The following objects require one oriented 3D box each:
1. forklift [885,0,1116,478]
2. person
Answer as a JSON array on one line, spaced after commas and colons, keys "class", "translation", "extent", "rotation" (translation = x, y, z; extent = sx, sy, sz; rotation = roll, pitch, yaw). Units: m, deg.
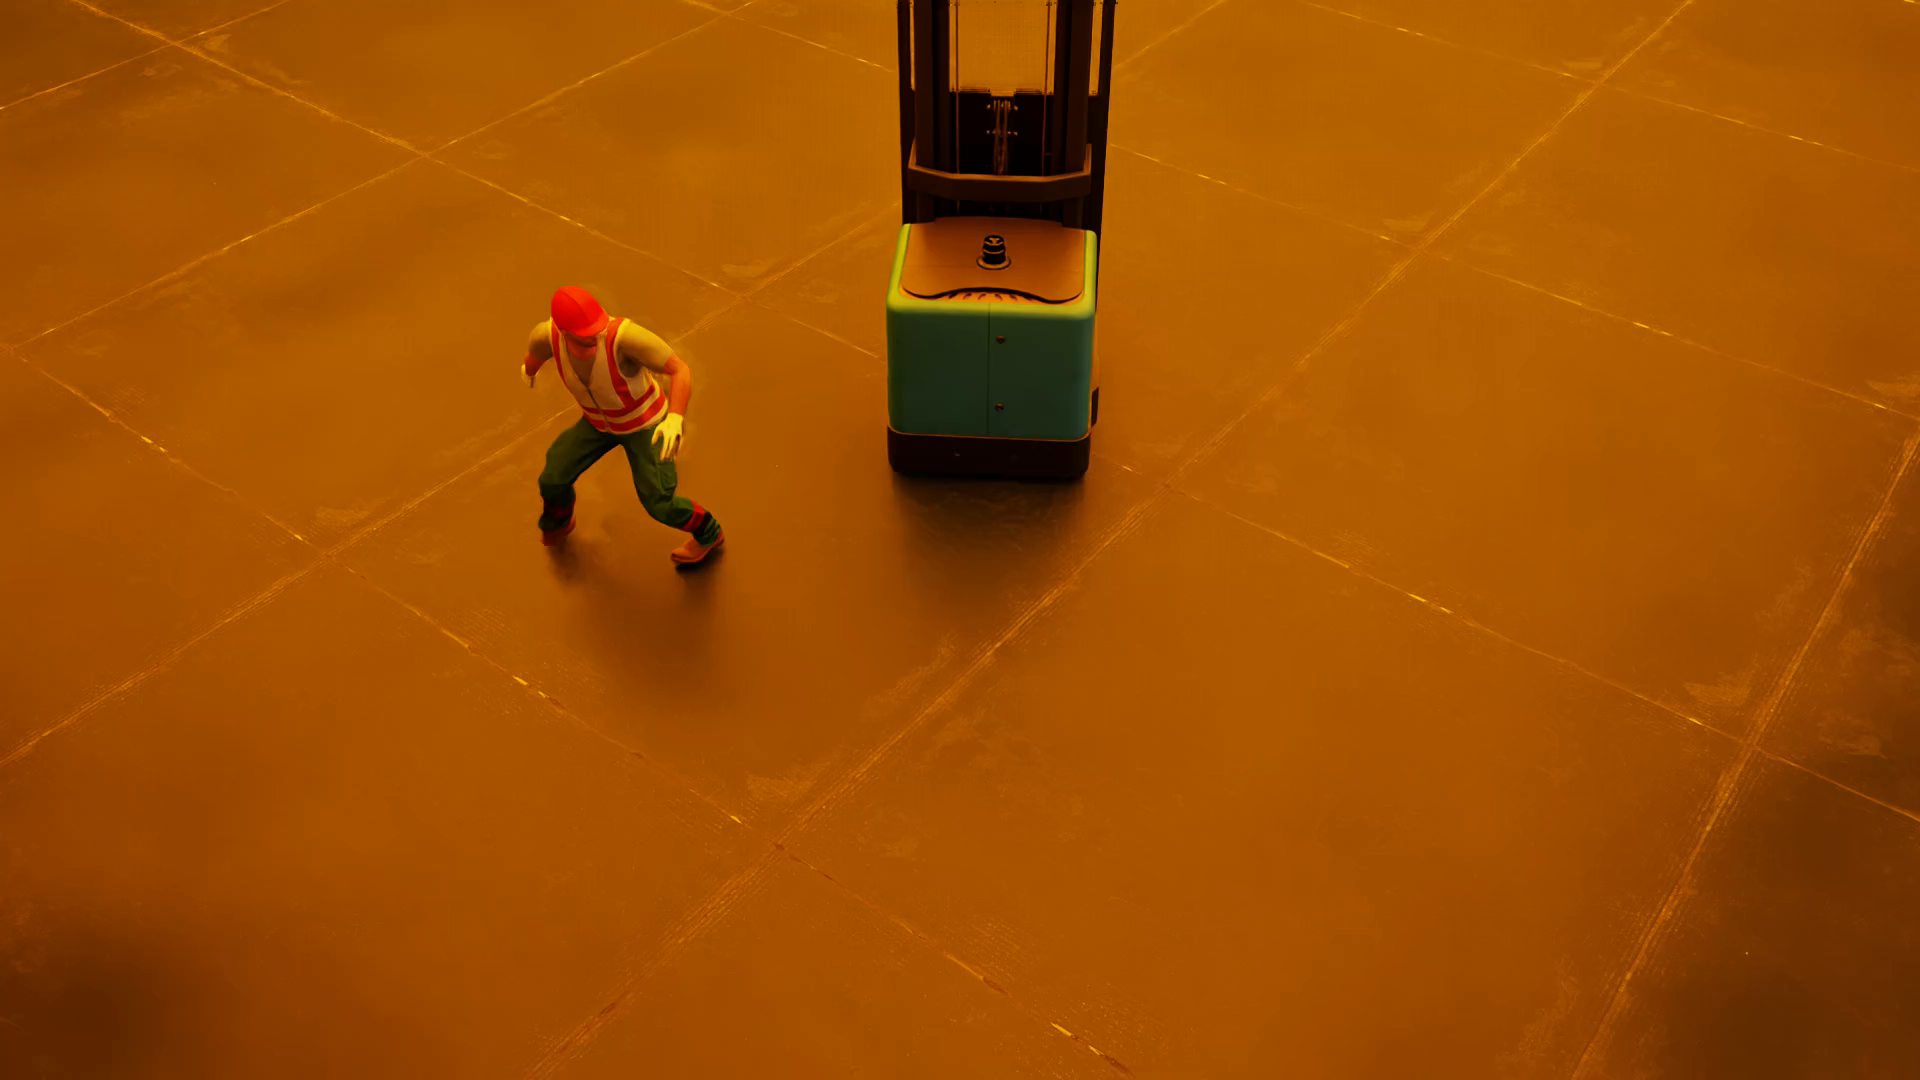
[{"class": "forklift", "translation": [0.248, -2.378, 8.864], "extent": [1.130, 2.935, 3.031], "rotation": [3, 41, 3]}, {"class": "person", "translation": [-1.670, -0.515, 7.777], "extent": [1.086, 1.718, 0.587], "rotation": [14, 42, 16]}]
